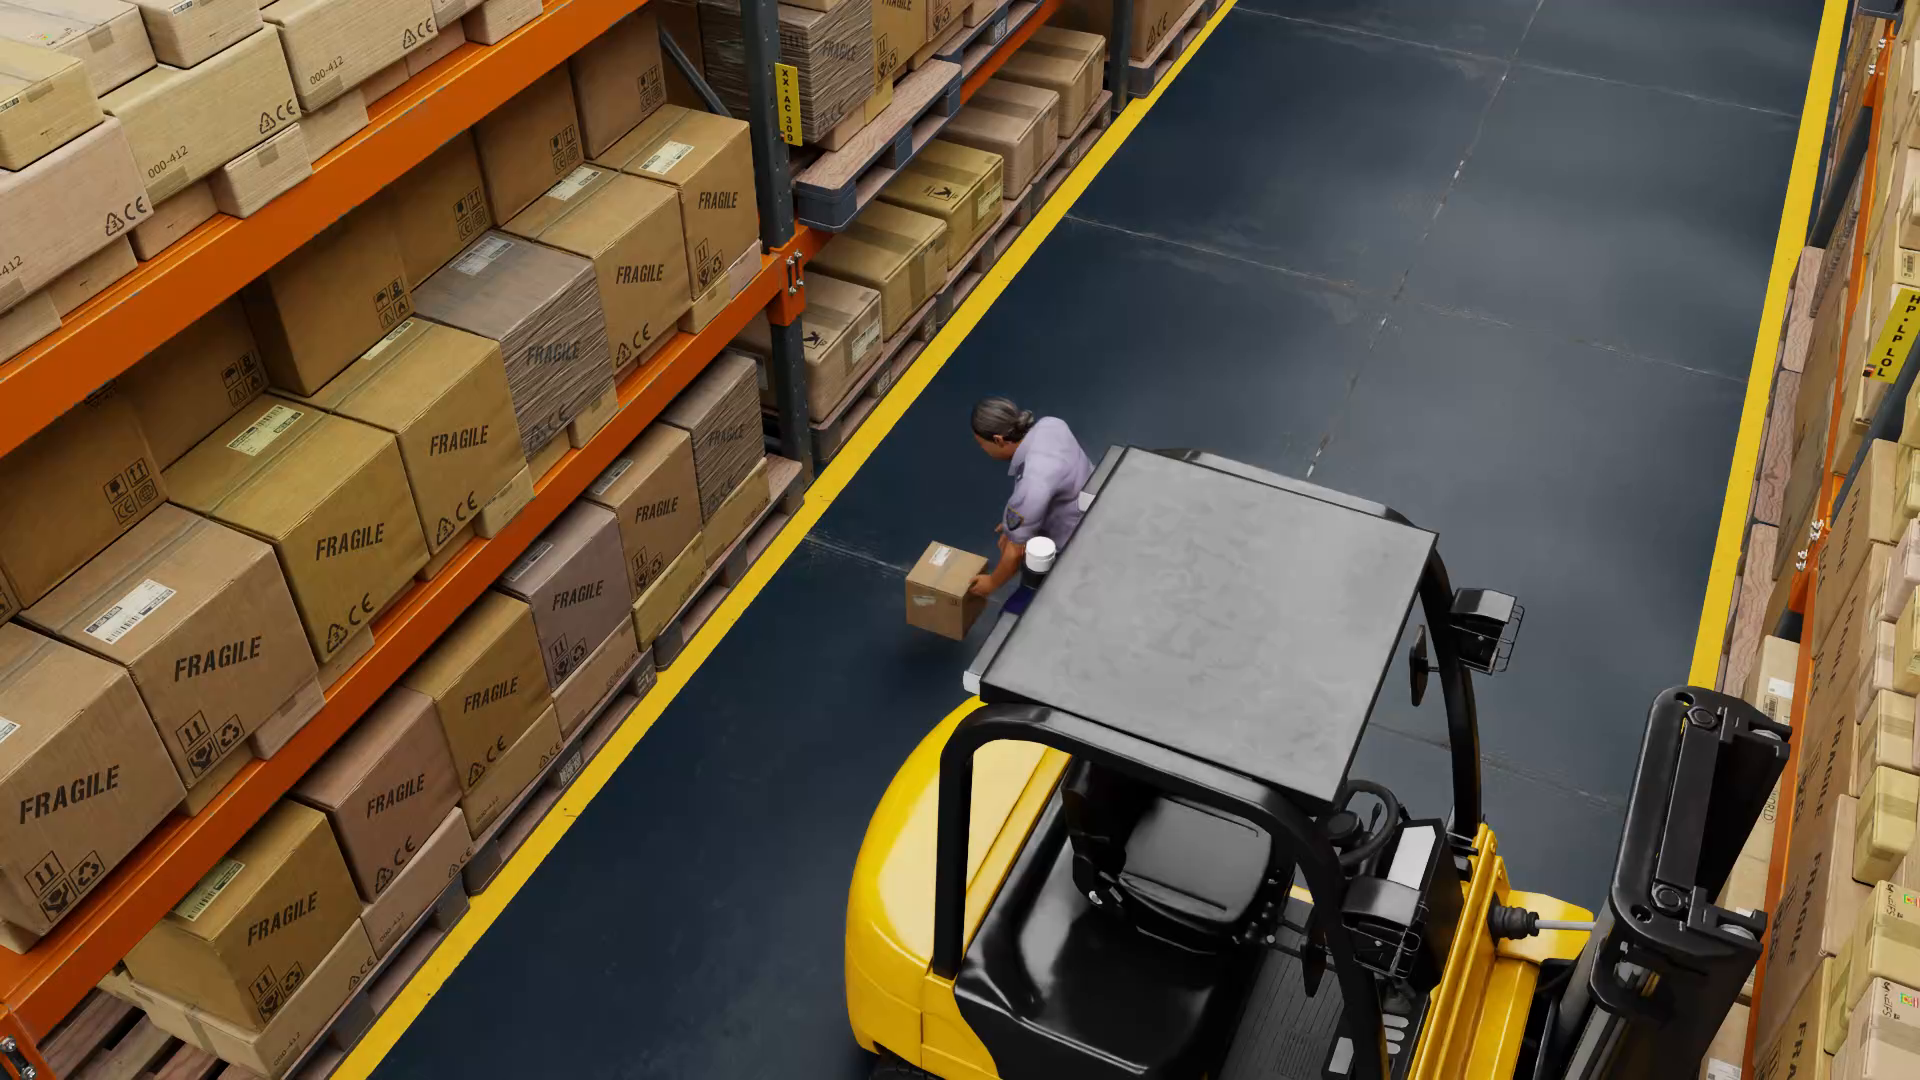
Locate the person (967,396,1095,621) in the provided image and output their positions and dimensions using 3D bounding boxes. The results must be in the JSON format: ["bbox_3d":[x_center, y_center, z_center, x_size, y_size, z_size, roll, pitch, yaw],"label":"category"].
[{"bbox_3d":[0.353,0.054,6.327,0.654,1.369,0.534,12,44,13],"label":"person"}]
